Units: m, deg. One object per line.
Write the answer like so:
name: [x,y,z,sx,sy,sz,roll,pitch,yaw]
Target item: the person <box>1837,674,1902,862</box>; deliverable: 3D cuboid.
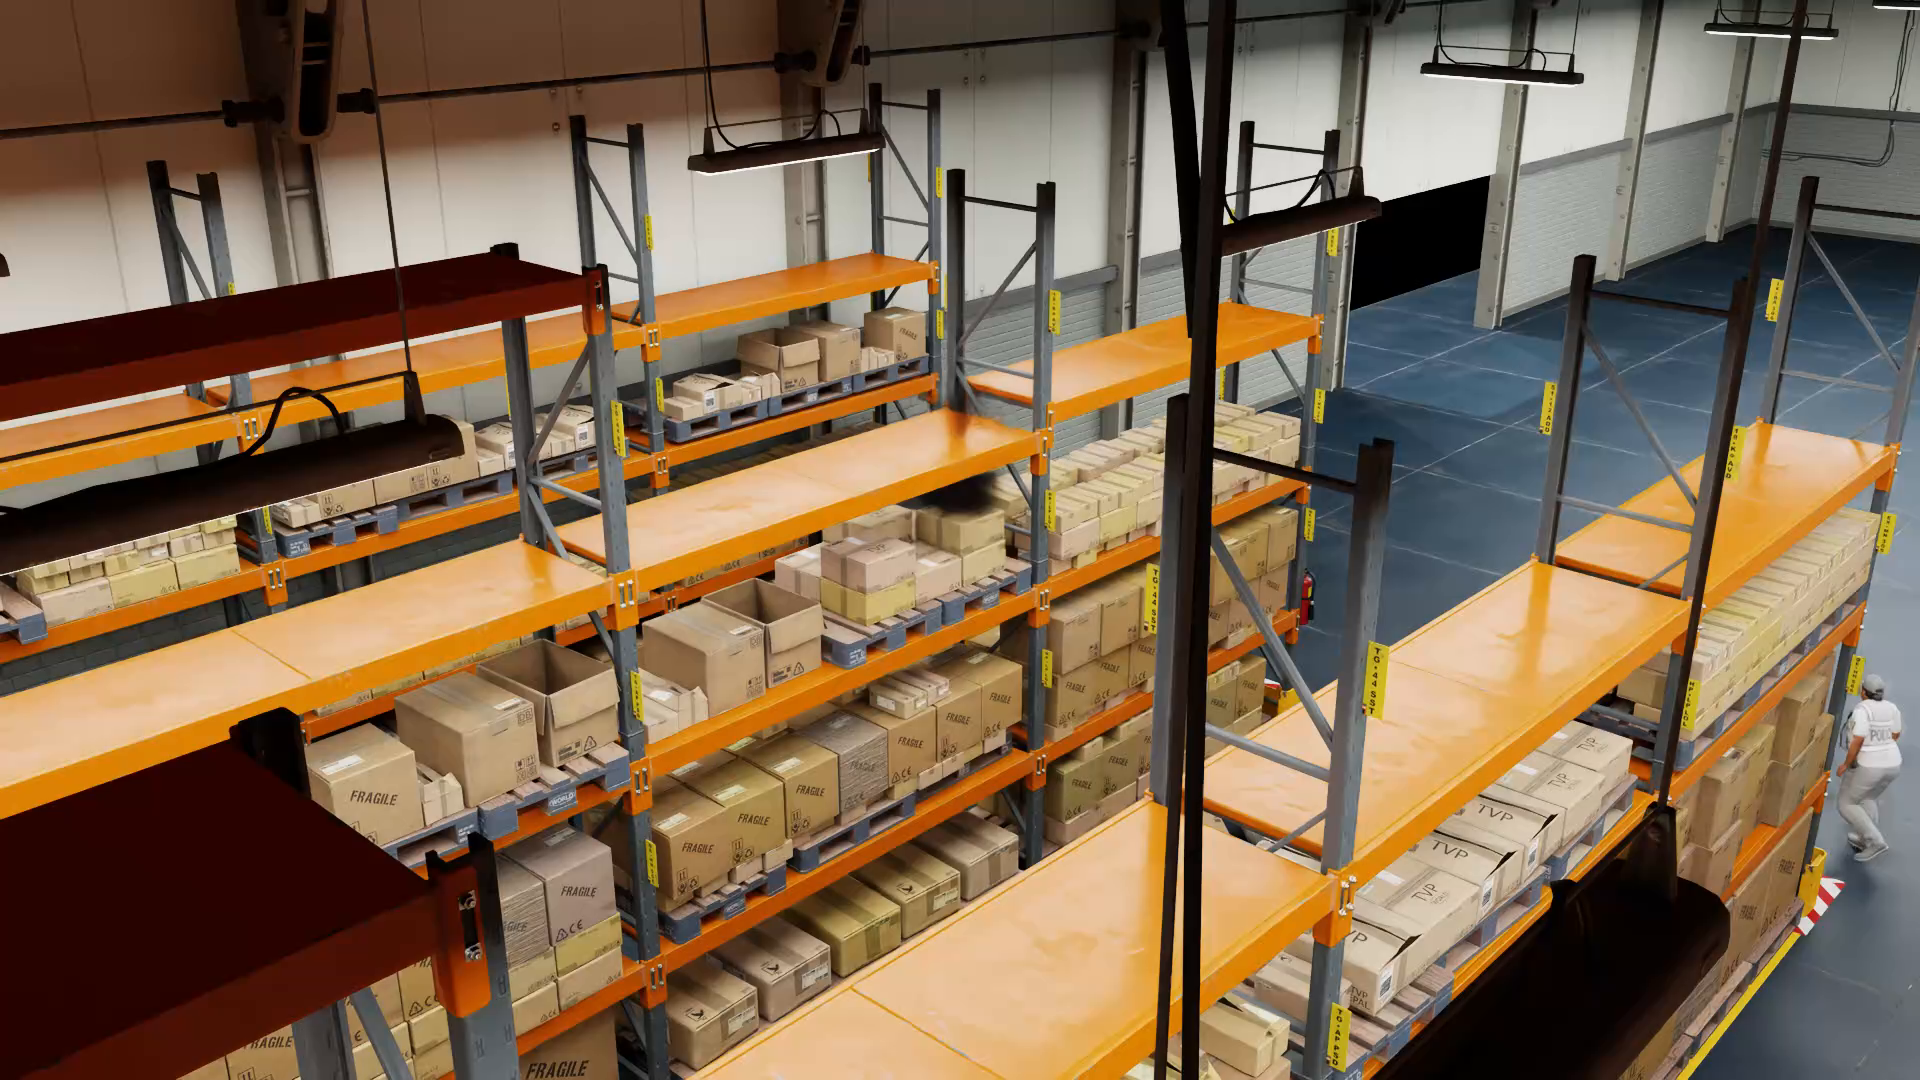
person: [8.053,2.005,14.664,0.593,1.584,0.773,-8,22,-19]
